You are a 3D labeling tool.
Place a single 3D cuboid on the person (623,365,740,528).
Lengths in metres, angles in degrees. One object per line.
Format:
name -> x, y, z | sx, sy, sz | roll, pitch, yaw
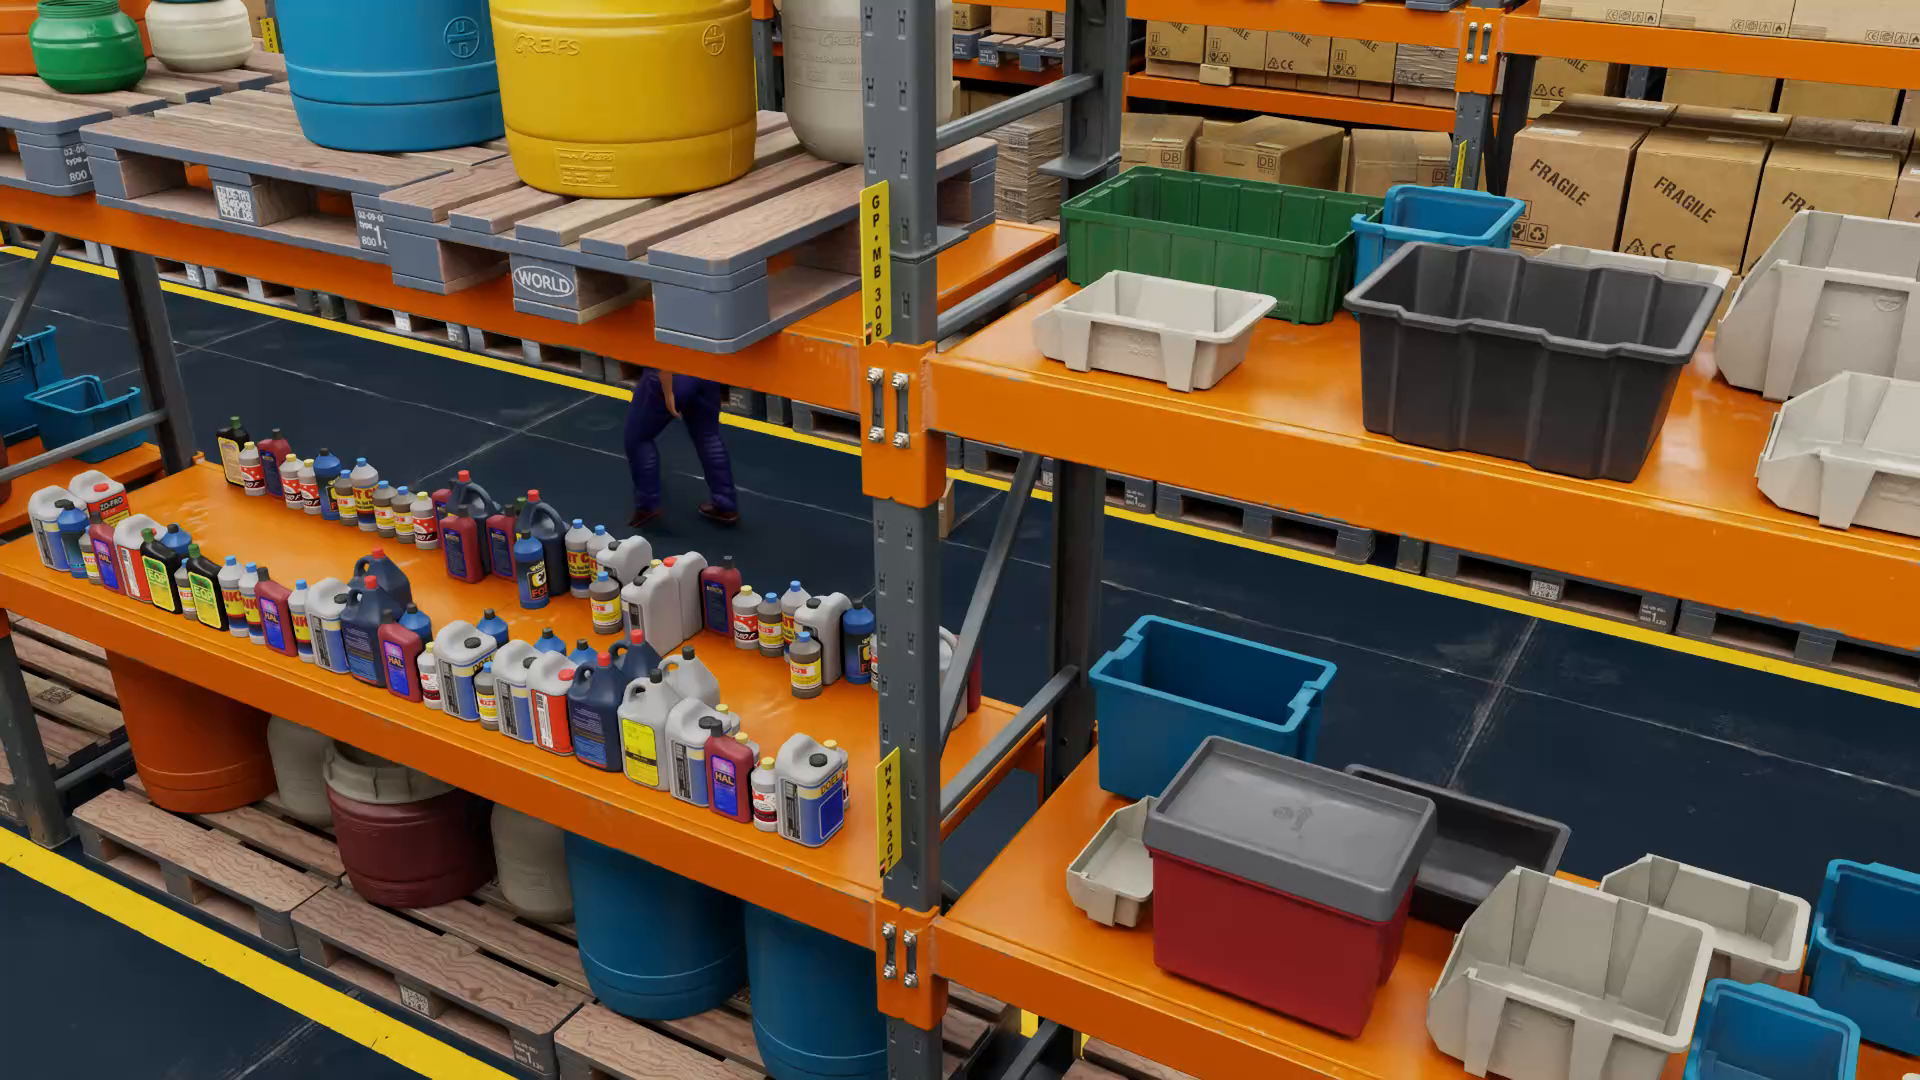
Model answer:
person -> -1.510, -0.814, 8.796 | 0.622, 1.714, 0.482 | 16, 31, 29
